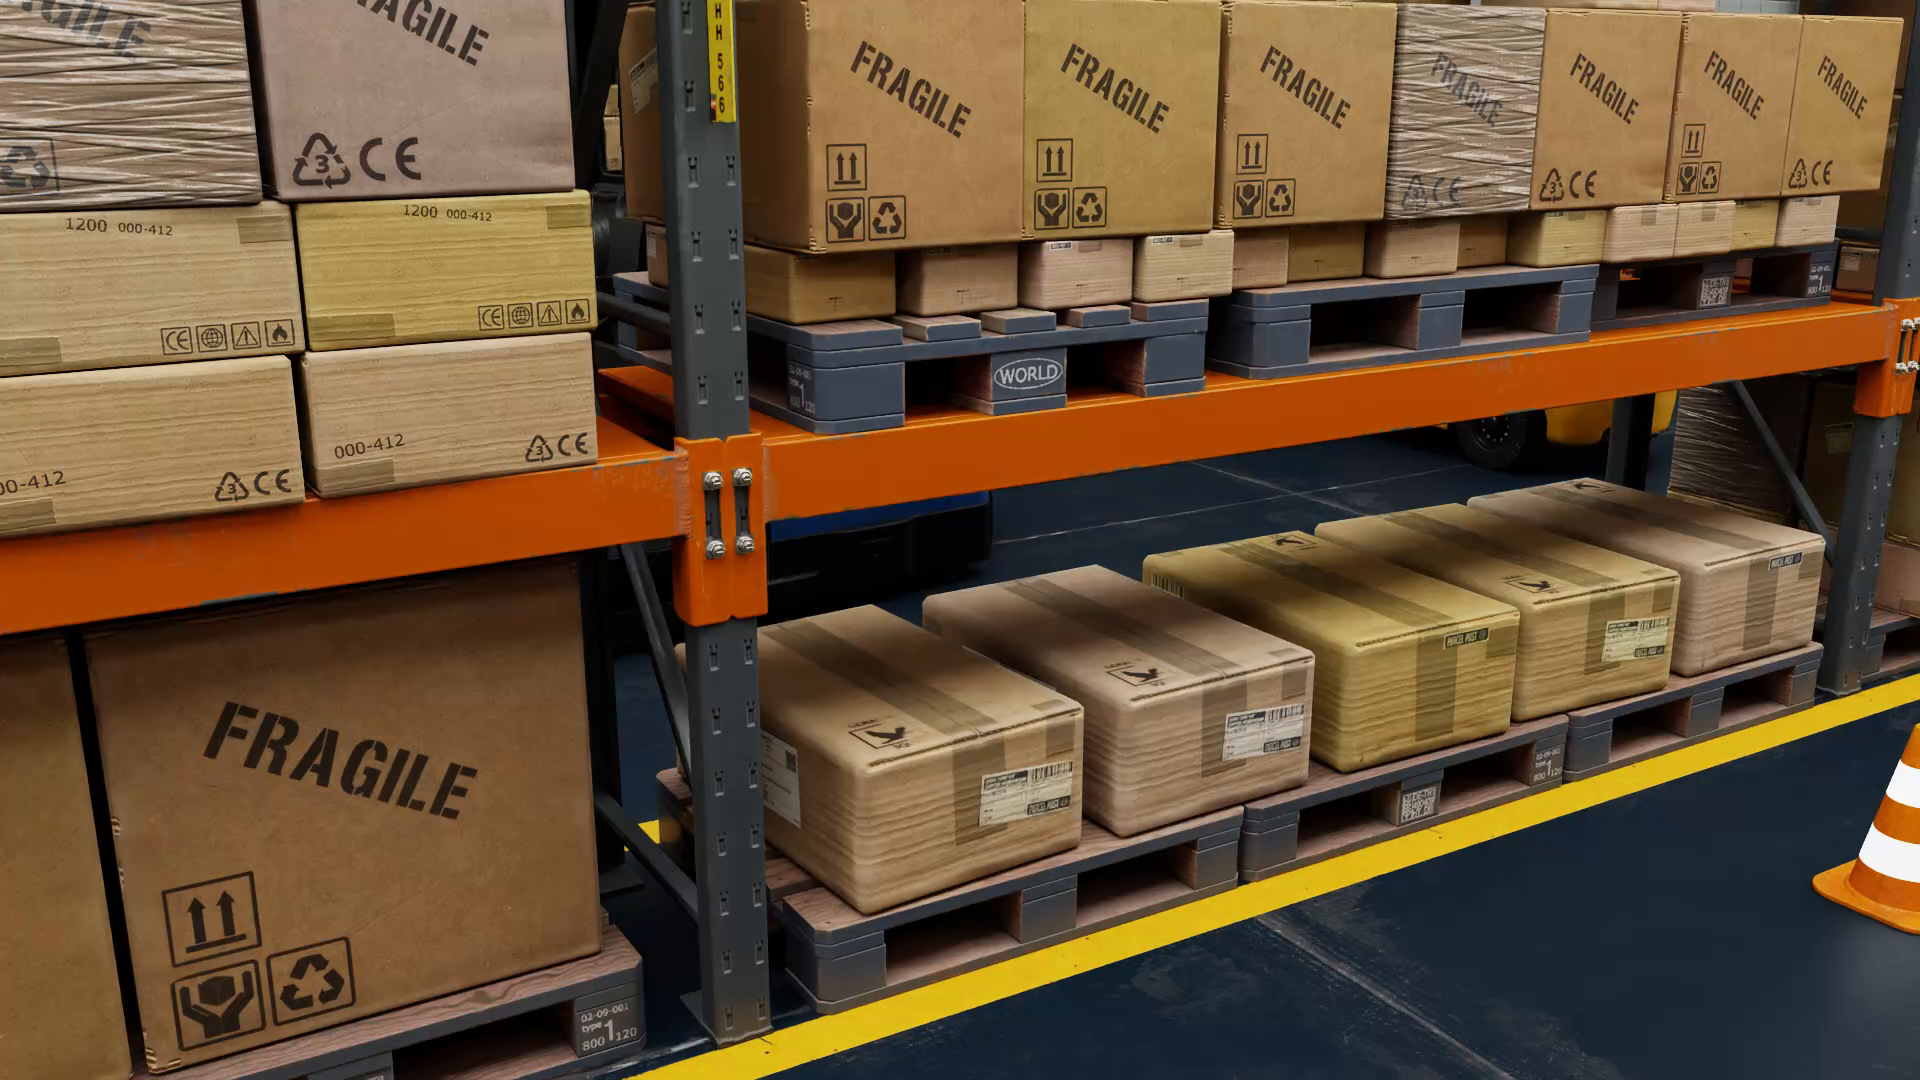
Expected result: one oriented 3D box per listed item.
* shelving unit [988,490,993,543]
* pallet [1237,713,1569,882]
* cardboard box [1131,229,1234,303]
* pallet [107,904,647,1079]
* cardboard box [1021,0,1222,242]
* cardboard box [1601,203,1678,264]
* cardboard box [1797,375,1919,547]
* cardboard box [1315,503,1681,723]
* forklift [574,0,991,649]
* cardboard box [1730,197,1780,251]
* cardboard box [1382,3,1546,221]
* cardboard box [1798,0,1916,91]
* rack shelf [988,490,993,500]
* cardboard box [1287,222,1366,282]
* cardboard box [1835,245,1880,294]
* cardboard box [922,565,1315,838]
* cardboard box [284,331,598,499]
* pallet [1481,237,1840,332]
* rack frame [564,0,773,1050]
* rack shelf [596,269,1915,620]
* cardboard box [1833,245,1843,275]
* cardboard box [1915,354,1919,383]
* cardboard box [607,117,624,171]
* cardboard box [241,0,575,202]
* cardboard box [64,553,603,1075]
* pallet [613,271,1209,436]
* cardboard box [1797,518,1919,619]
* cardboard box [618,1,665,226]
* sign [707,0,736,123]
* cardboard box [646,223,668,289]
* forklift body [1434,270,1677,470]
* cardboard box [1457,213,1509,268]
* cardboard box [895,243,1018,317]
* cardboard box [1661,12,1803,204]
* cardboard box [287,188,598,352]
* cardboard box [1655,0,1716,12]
[{"bbox_3d":[-0.007,-0.432,7.284,0.210,0.900,0.258,-9,18,-30],"label":"shelving unit"},{"bbox_3d":[0.999,0.583,4.940,1.213,0.211,1.003,-9,18,-30],"label":"pallet"},{"bbox_3d":[0.423,-0.659,3.891,0.250,0.149,0.380,-9,18,-29],"label":"cardboard box"},{"bbox_3d":[-1.431,0.952,3.624,1.213,0.211,1.003,-9,18,-30],"label":"pallet"},{"bbox_3d":[0.232,-0.960,3.762,0.500,0.500,0.500,-8,18,-27],"label":"cardboard box"},{"bbox_3d":[1.760,-0.872,4.651,0.250,0.149,0.380,-9,18,-29],"label":"cardboard box"},{"bbox_3d":[3.358,-0.298,5.843,0.500,0.500,0.500,-8,18,-27],"label":"cardboard box"},{"bbox_3d":[1.650,0.198,5.236,0.625,0.372,0.950,-8,18,-26],"label":"cardboard box"},{"bbox_3d":[-1.369,-1.150,6.083,3.031,2.935,1.130,-11,19,-34],"label":"forklift"},{"bbox_3d":[2.179,-0.952,4.938,0.250,0.149,0.380,-10,18,-31],"label":"cardboard box"},{"bbox_3d":[1.116,-1.103,4.273,0.500,0.500,0.500,-10,19,-32],"label":"cardboard box"},{"bbox_3d":[3.202,-1.723,5.410,0.500,0.500,0.700,-9,18,-30],"label":"cardboard box"},{"bbox_3d":[-0.007,-0.227,7.342,0.200,0.077,0.258,-9,18,-30],"label":"rack shelf"},{"bbox_3d":[0.811,-0.759,4.247,0.250,0.149,0.380,-8,18,-28],"label":"cardboard box"},{"bbox_3d":[3.148,-0.888,5.485,0.250,0.149,0.380,-9,18,-30],"label":"cardboard box"},{"bbox_3d":[0.402,0.399,4.519,0.625,0.372,0.950,-10,18,-31],"label":"cardboard box"},{"bbox_3d":[-1.016,-0.281,3.131,0.500,0.250,0.500,-10,18,-32],"label":"cardboard box"},{"bbox_3d":[1.983,-0.874,5.327,1.213,0.211,1.003,-9,18,-30],"label":"pallet"},{"bbox_3d":[-0.716,-0.483,3.576,0.127,3.000,1.000,-9,18,-30],"label":"rack frame"},{"bbox_3d":[0.998,-0.415,4.665,4.000,0.370,1.077,-9,18,-30],"label":"rack shelf"},{"bbox_3d":[3.042,-1.070,6.134,0.250,0.149,0.380,-9,18,-28],"label":"cardboard box"},{"bbox_3d":[3.496,-0.614,5.768,0.250,0.149,0.380,-9,18,-29],"label":"cardboard box"},{"bbox_3d":[-1.882,-1.943,8.134,0.500,0.250,0.500,-10,18,-31],"label":"cardboard box"},{"bbox_3d":[-1.024,-0.880,2.955,0.500,0.500,0.500,-10,18,-31],"label":"cardboard box"},{"bbox_3d":[-1.351,0.414,3.532,0.875,0.875,0.875,-9,18,-30],"label":"cardboard box"},{"bbox_3d":[-0.160,-0.515,4.043,1.003,0.211,1.213,-9,18,-30],"label":"pallet"},{"bbox_3d":[3.358,0.063,5.944,0.500,0.250,0.500,-10,19,-32],"label":"cardboard box"},{"bbox_3d":[-0.469,-1.004,3.921,0.500,0.500,0.500,-10,18,-31],"label":"cardboard box"},{"bbox_3d":[-0.427,-0.913,2.963,0.005,0.325,0.100,-9,18,-30],"label":"sign"},{"bbox_3d":[-0.556,-0.664,3.910,0.250,0.149,0.380,-8,18,-28],"label":"cardboard box"},{"bbox_3d":[2.896,-1.649,9.307,1.214,2.155,2.313,-9,18,-30],"label":"forklift body"},{"bbox_3d":[1.253,-0.834,4.514,0.250,0.149,0.380,-10,18,-32],"label":"cardboard box"},{"bbox_3d":[-0.082,-0.598,3.674,0.250,0.149,0.380,-11,19,-33],"label":"cardboard box"},{"bbox_3d":[2.011,-1.246,4.784,0.500,0.500,0.500,-9,18,-29],"label":"cardboard box"},{"bbox_3d":[-1.000,-0.526,3.079,0.500,0.250,0.500,-9,18,-30],"label":"cardboard box"},{"bbox_3d":[1.849,-1.530,4.594,0.250,0.149,0.380,-10,18,-31],"label":"cardboard box"}]
